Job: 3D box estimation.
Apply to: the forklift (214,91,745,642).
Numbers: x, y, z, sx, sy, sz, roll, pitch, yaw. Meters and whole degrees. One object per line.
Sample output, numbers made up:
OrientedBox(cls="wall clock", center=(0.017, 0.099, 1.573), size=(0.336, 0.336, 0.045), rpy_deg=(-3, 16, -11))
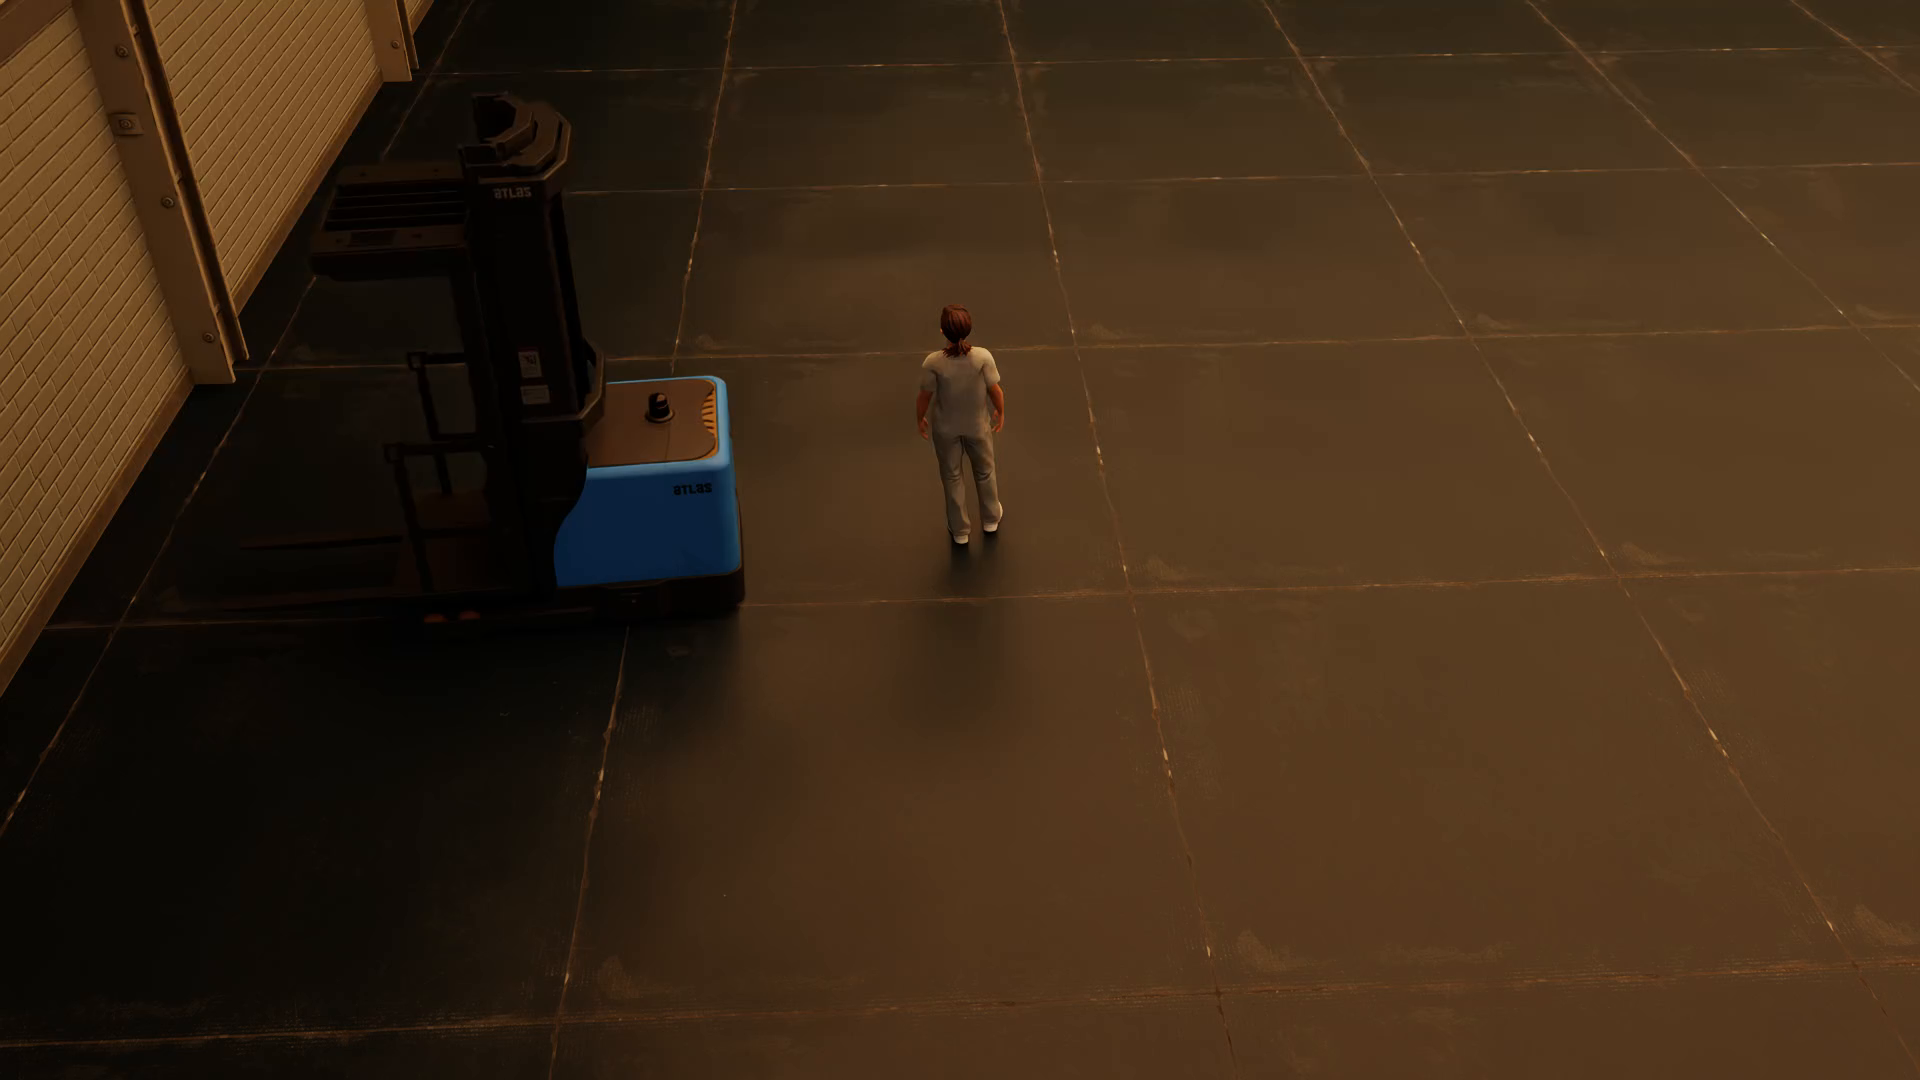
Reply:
OrientedBox(cls="forklift", center=(-2.841, -0.923, 9.277), size=(3.031, 2.935, 1.130), rpy_deg=(-5, 36, -6))

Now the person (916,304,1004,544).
OrientedBox(cls="person", center=(0.010, -0.727, 10.062), size=(0.549, 1.675, 0.549), rpy_deg=(-2, 36, -2))
